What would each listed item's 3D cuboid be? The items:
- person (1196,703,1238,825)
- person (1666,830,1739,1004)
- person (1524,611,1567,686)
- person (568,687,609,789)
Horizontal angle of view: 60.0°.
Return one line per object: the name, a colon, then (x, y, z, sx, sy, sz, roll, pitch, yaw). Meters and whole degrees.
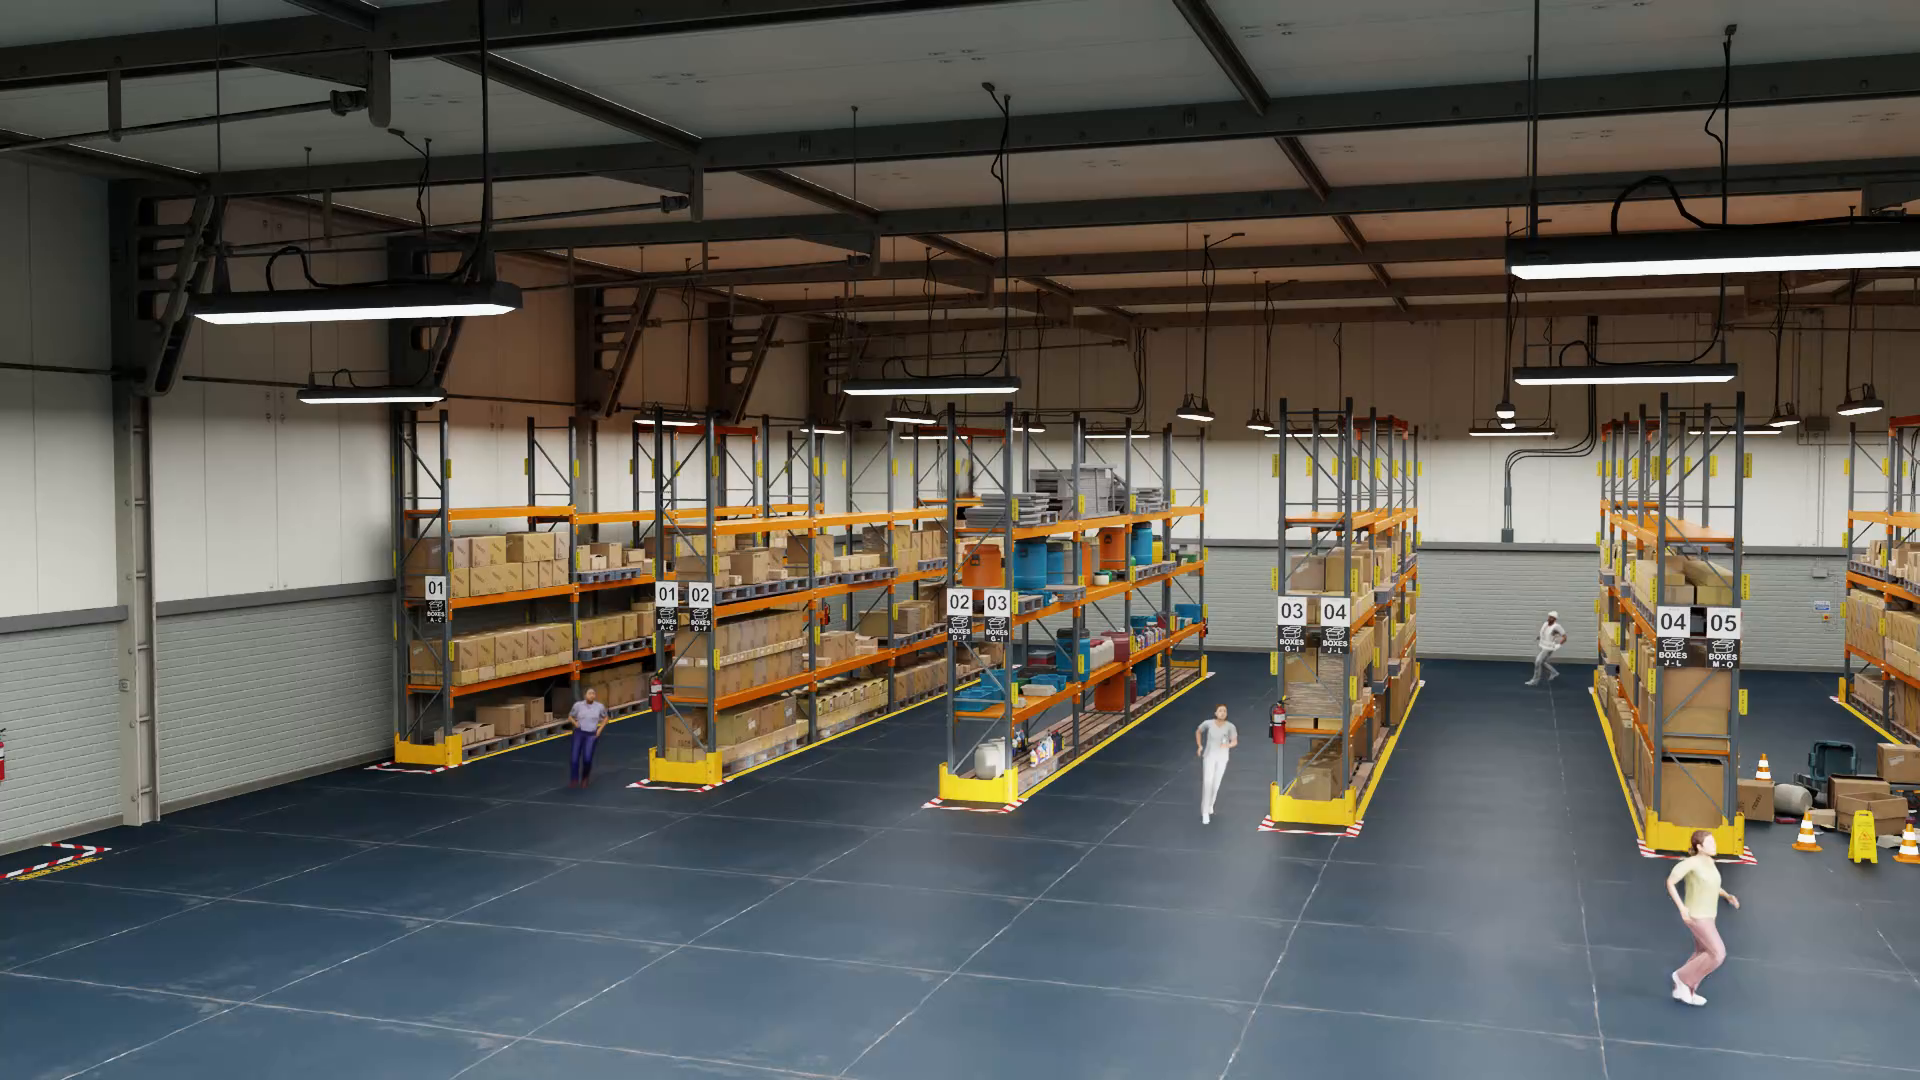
person: (3.671, 3.161, 23.751, 0.569, 1.696, 0.846, 0, 2, 1)
person: (6.925, 3.512, 15.474, 0.587, 1.638, 0.550, -2, 3, -43)
person: (13.464, 2.491, 38.195, 0.879, 1.729, 0.742, 0, 2, -9)
person: (-5.824, 3.102, 25.990, 0.613, 1.592, 0.579, 0, 2, -6)
